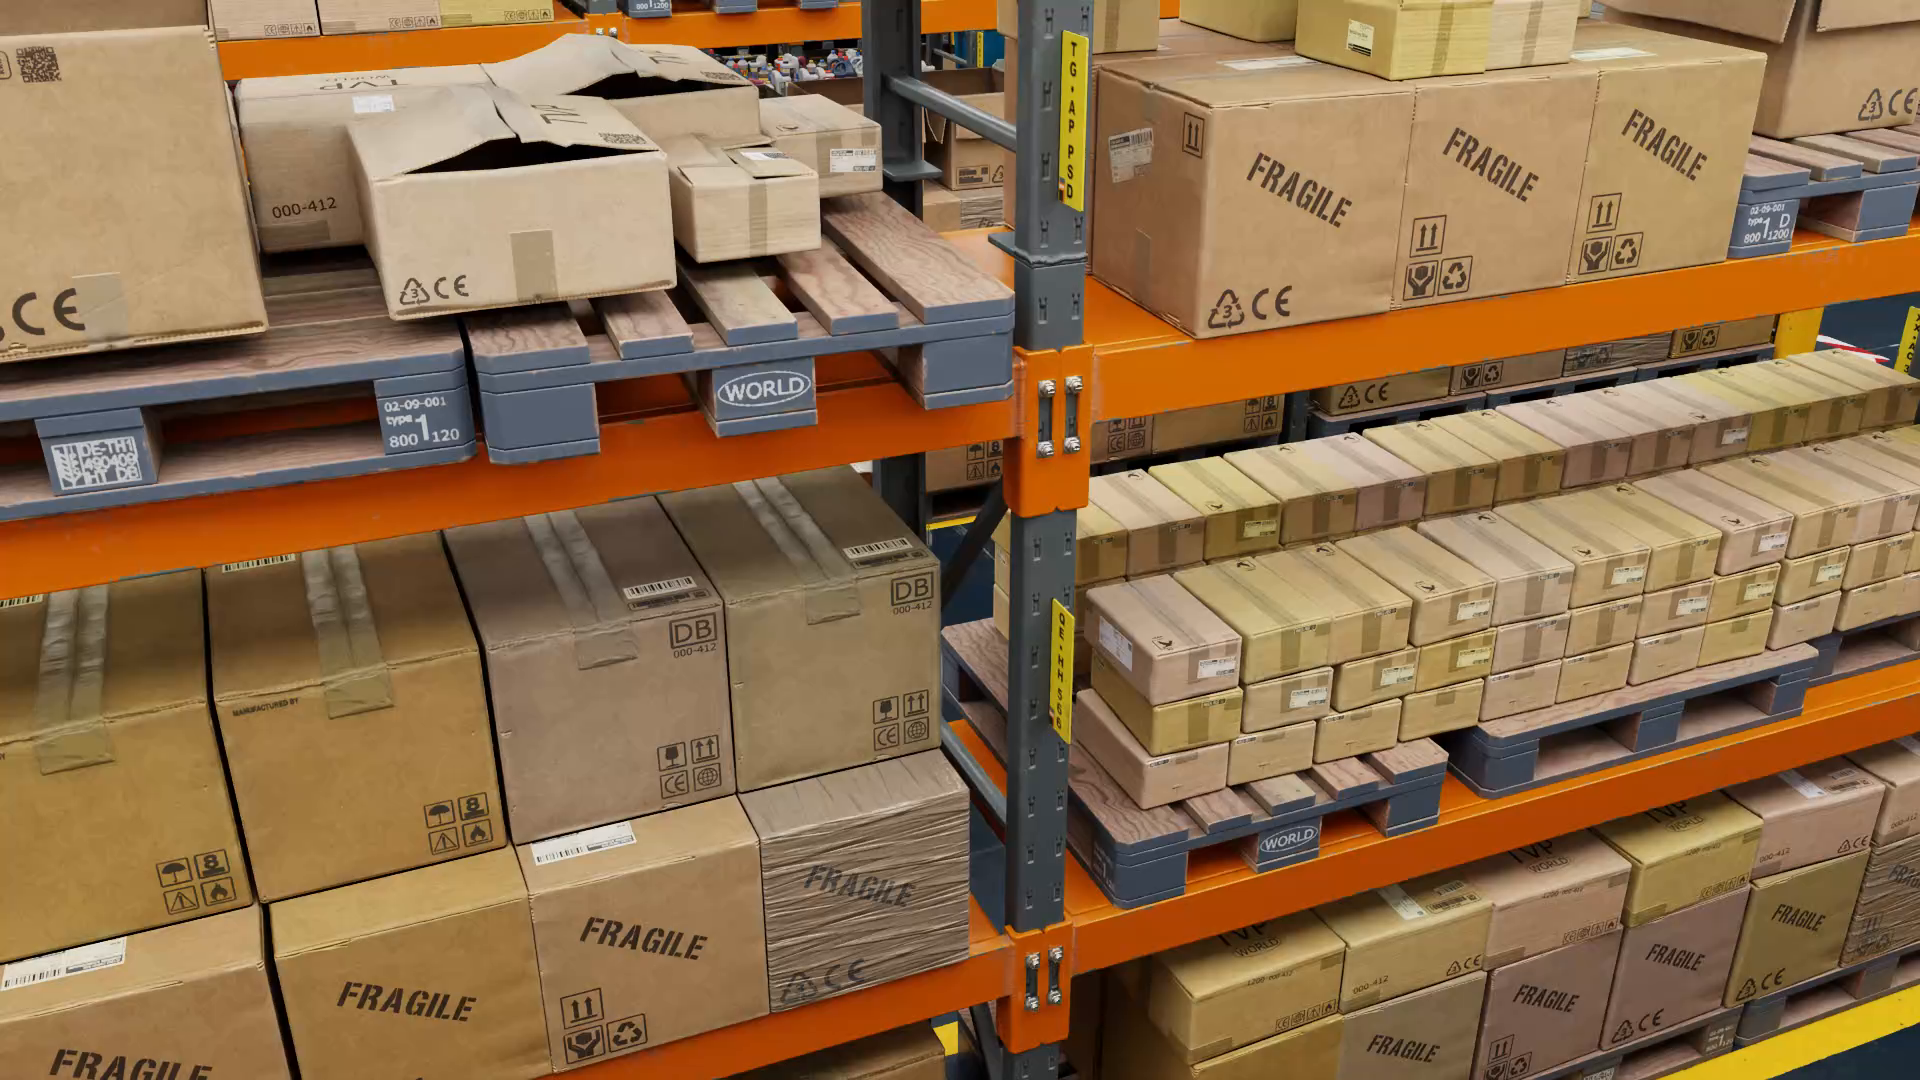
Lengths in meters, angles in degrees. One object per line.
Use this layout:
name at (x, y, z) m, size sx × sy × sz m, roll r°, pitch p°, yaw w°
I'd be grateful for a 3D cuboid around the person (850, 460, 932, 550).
person at (-0.405, 0.421, 6.214) m, size 0.557 × 1.763 × 0.505 m, roll -11°, pitch 28°, yaw -21°
